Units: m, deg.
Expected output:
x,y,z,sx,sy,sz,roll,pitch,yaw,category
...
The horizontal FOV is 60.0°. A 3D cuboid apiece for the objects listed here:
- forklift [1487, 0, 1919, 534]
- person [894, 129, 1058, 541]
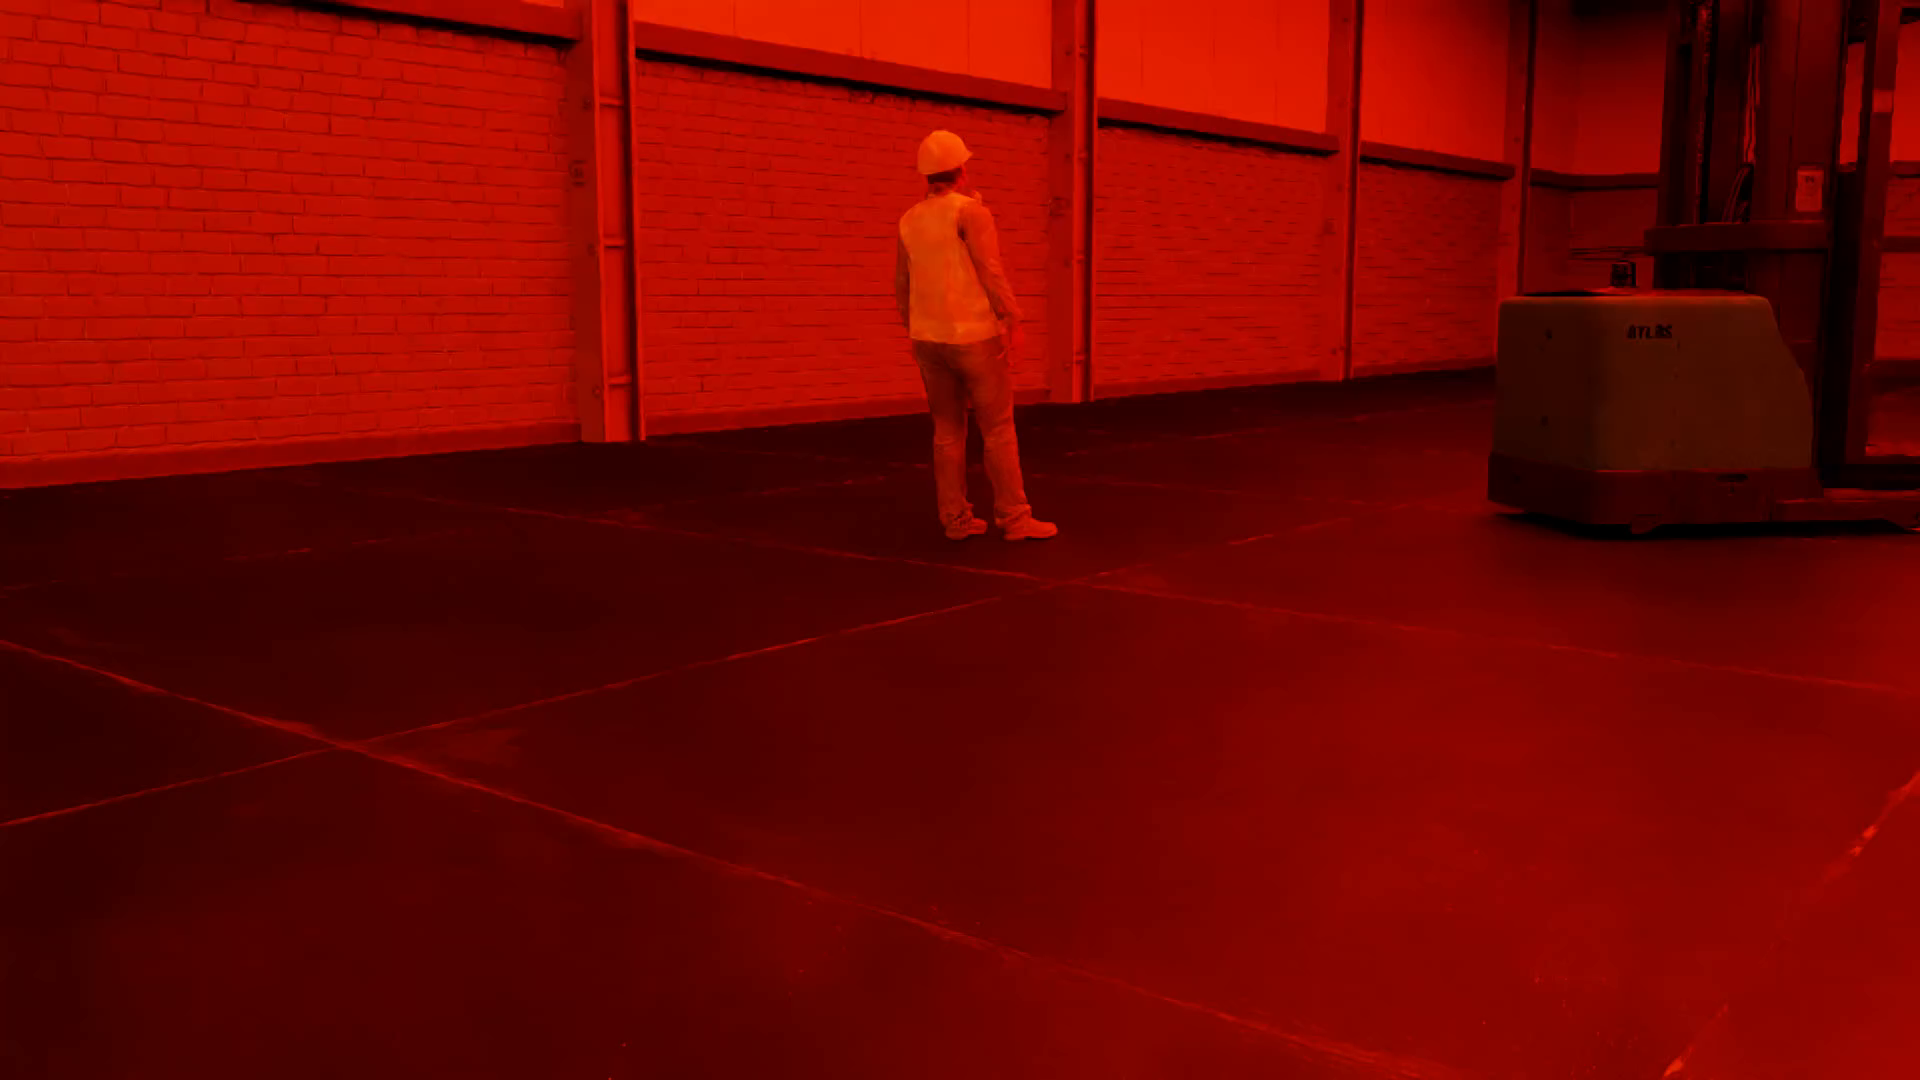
x,y,z,sx,sy,sz,roll,pitch,yaw,category
4.189,-1.554,7.902,3.031,2.935,1.130,-1,8,-10,forklift
0.046,-0.891,7.318,0.632,1.773,0.567,7,11,38,person
